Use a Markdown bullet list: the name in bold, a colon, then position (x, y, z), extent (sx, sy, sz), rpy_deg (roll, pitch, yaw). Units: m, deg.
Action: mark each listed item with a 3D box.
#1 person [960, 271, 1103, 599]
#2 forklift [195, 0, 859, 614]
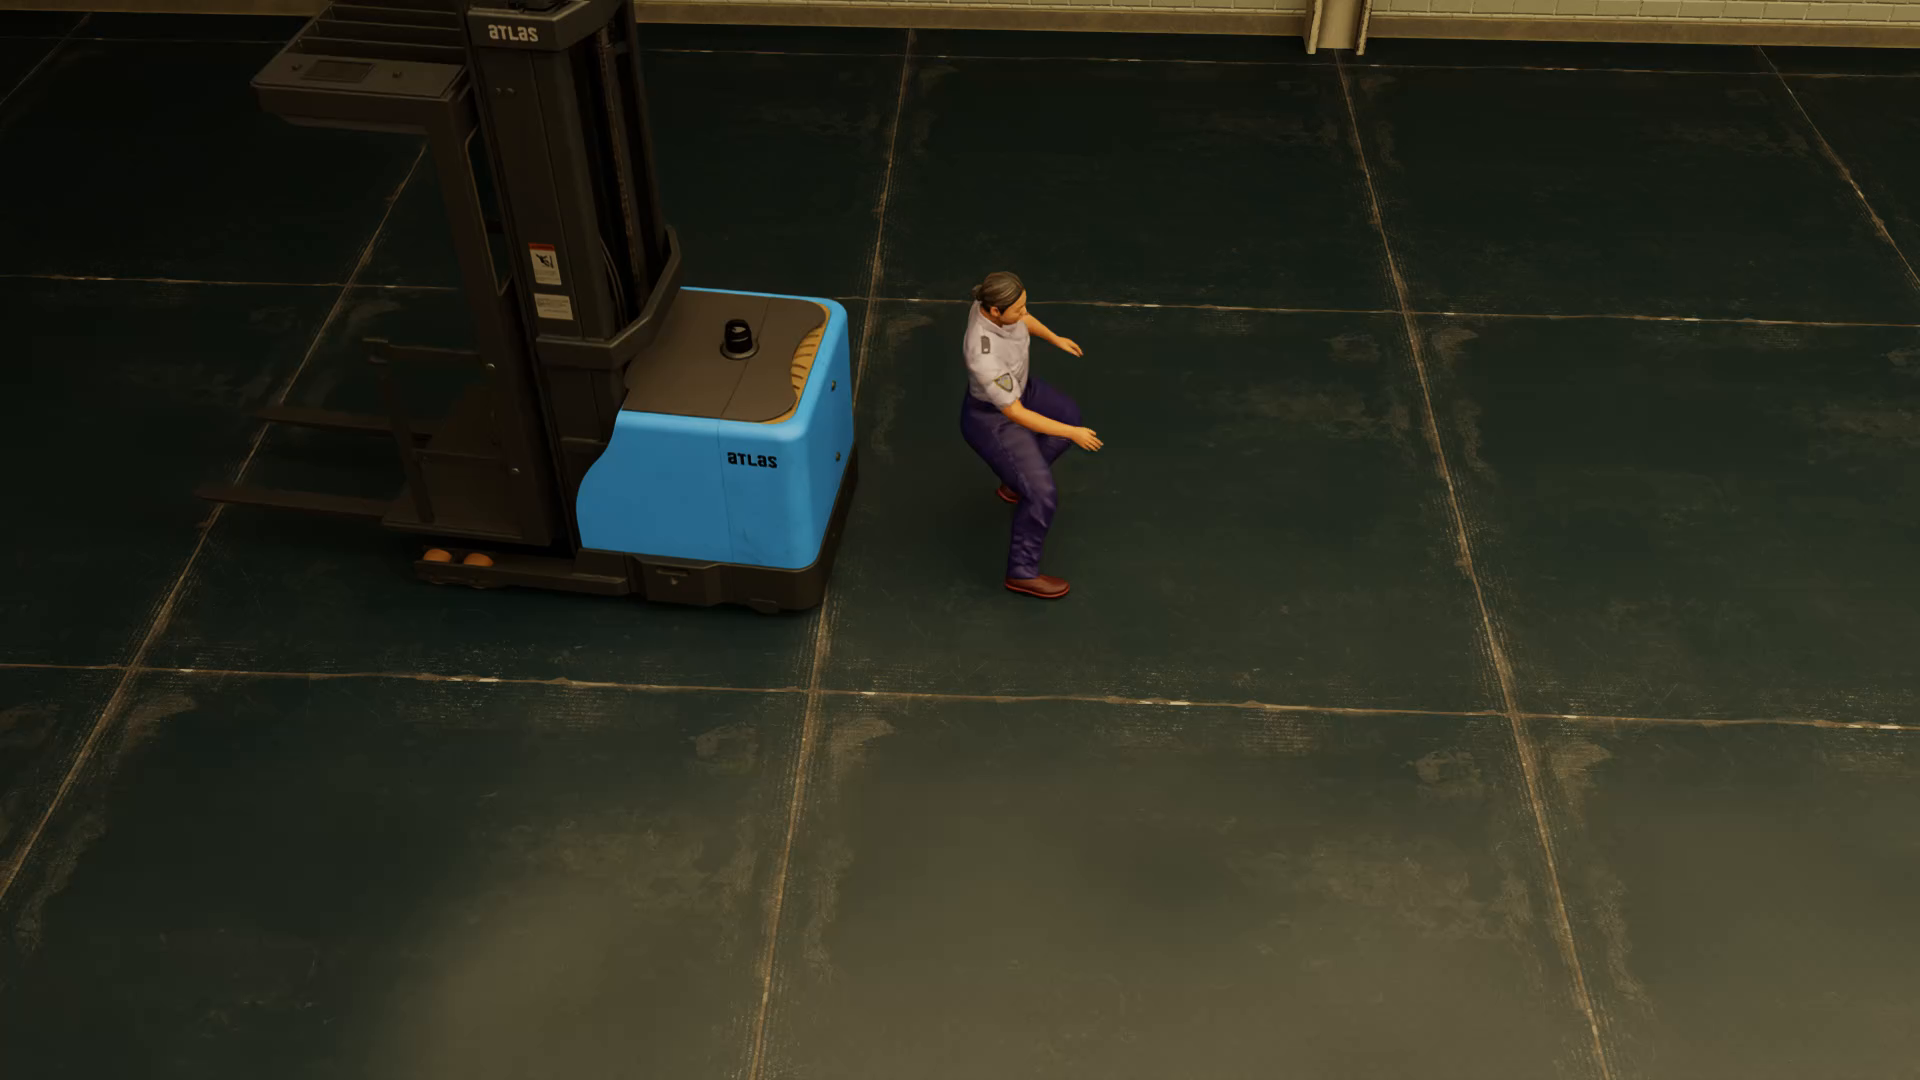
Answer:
- **person**: position (0.337, -0.569, 7.432), extent (0.671, 1.488, 0.826), rpy_deg (8, 43, 9)
- **forklift**: position (-2.057, -1.205, 7.062), extent (3.031, 2.935, 1.130), rpy_deg (6, 43, 6)
